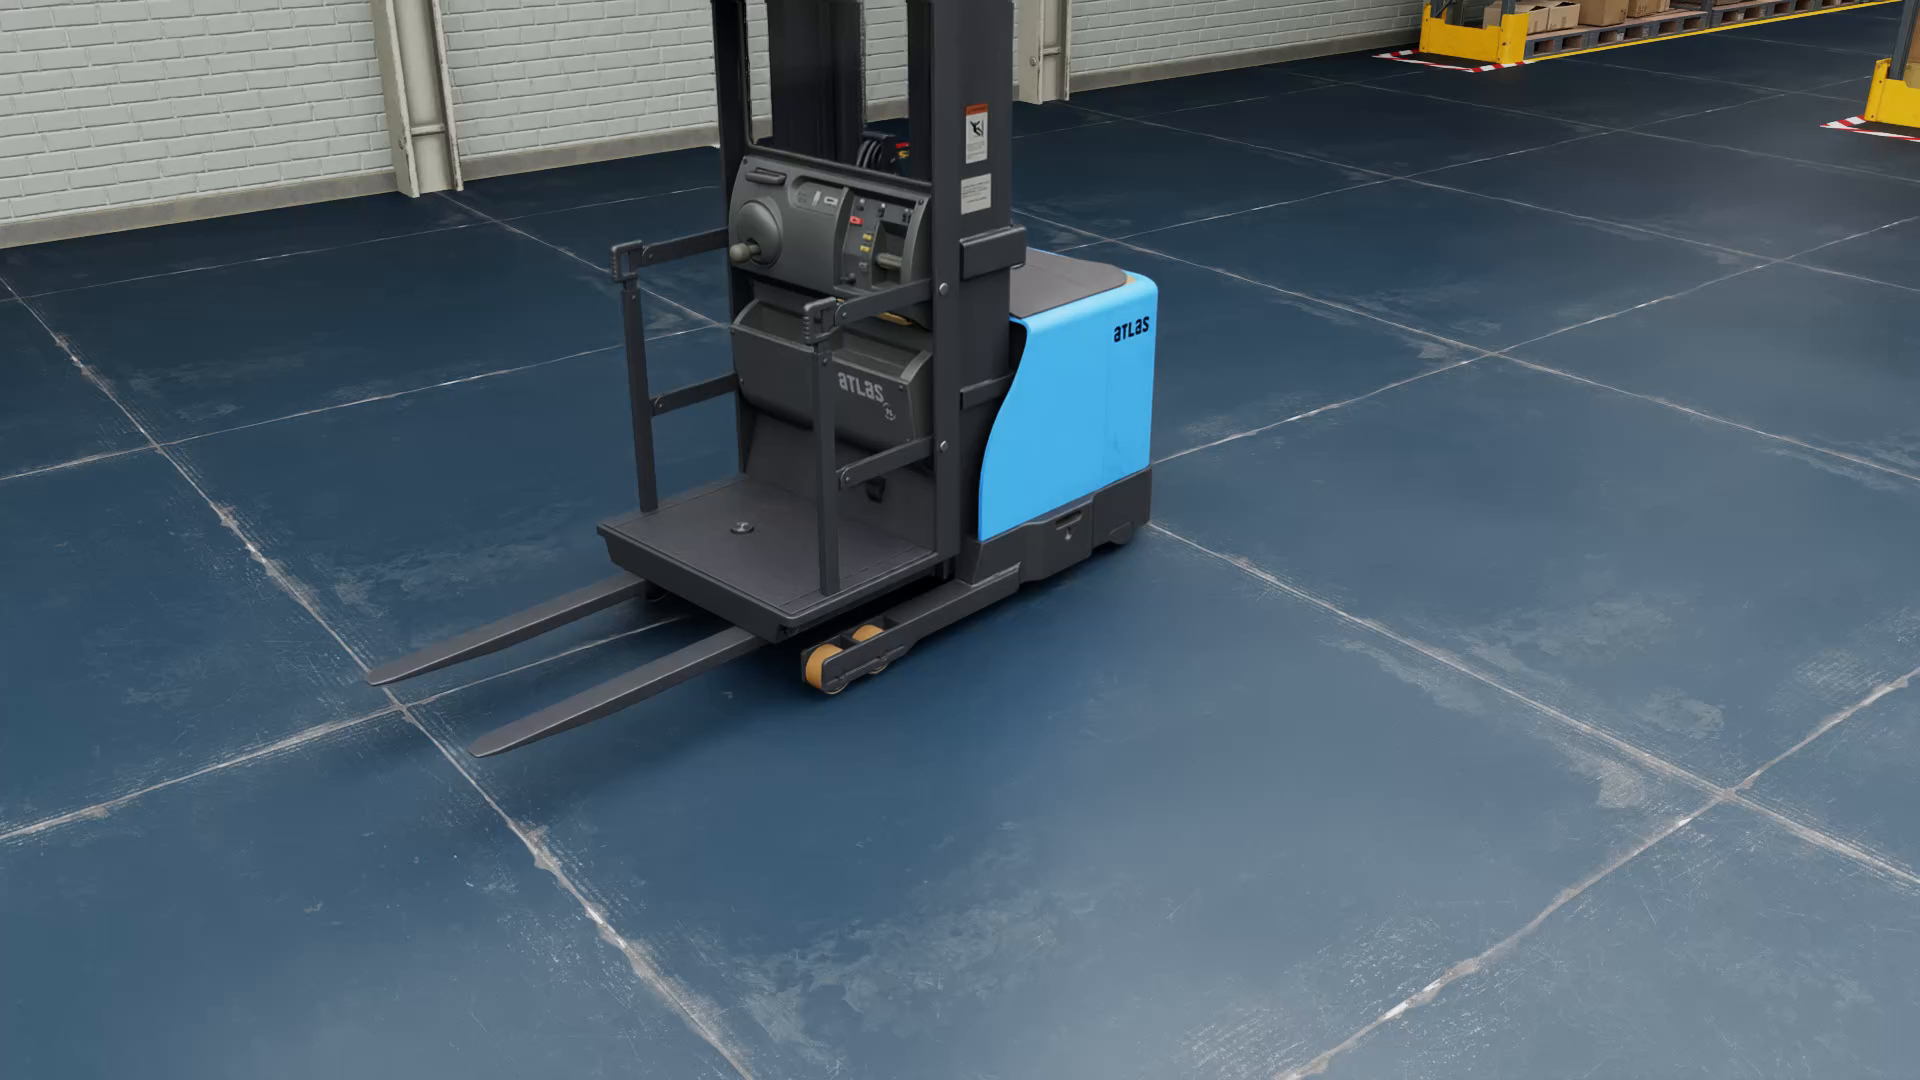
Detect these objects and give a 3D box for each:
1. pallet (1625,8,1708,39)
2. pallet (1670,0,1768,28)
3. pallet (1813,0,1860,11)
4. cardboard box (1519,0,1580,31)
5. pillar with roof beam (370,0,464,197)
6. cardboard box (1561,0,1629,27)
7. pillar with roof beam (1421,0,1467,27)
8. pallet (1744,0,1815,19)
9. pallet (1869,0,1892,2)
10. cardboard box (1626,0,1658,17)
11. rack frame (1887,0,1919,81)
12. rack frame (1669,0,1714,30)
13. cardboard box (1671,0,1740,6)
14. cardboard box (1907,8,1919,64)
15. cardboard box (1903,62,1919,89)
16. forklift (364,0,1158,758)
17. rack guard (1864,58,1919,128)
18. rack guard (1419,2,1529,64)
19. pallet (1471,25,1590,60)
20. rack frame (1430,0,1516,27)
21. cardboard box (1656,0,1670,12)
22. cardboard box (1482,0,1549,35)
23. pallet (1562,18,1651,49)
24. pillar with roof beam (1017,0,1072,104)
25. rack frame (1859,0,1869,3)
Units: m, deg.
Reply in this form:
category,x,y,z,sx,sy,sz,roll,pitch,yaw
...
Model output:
category,x,y,z,sx,sy,sz,roll,pitch,yaw
pallet,8.132,-6.199,19.855,1.213,0.211,1.003,-18,31,-34
pallet,9.251,-6.588,20.693,1.213,0.211,1.003,-18,31,-34
pallet,11.171,-7.221,22.059,1.213,0.211,1.003,-18,31,-34
cardboard box,6.540,-5.889,18.546,0.500,0.311,0.500,-15,29,-30
pillar with roof beam,-1.278,-5.257,7.388,0.400,9.000,9.100,-18,31,-34
cardboard box,7.148,-6.148,18.881,0.500,0.500,0.700,-21,32,-37
pillar with roof beam,8.165,-8.374,14.104,0.400,9.000,9.100,-18,31,-34
pallet,10.211,-6.906,21.380,1.213,0.211,1.003,-18,31,-34
pallet,12.454,-7.604,22.883,1.213,0.211,1.003,-18,31,-34
cardboard box,7.847,-6.433,19.494,0.500,0.500,0.500,-21,32,-38
rack frame,8.551,-4.971,13.897,0.127,3.000,1.000,-18,31,-34
rack frame,8.639,-7.650,19.670,0.127,3.000,1.000,-18,31,-34
cardboard box,9.208,-6.912,20.527,0.500,0.500,0.700,-17,30,-32
cardboard box,8.789,-4.492,14.742,0.500,0.500,0.500,-18,31,-34
cardboard box,8.791,-4.151,14.898,0.500,0.250,0.500,-18,31,-34
forklift,-0.606,-1.051,5.533,1.130,2.935,3.031,22,33,39
rack guard,8.532,-3.830,14.410,0.348,0.500,1.175,-18,31,-34
rack guard,5.551,-5.496,17.999,0.348,0.500,1.175,-18,31,-34
pallet,6.212,-5.565,18.490,1.213,0.211,1.003,-18,31,-34
rack frame,5.491,-6.611,17.431,0.127,3.000,1.000,-18,31,-34
cardboard box,8.237,-6.415,19.853,0.380,0.166,0.250,22,33,39
cardboard box,6.091,-5.740,18.227,0.500,0.311,0.500,-23,33,-40
pallet,7.172,-5.880,19.169,1.213,0.211,1.003,-18,31,-34
pillar with roof beam,3.443,-6.815,10.746,0.400,9.000,9.100,-18,31,-34
rack frame,11.787,-8.689,21.908,0.127,3.000,1.000,-18,31,-34
